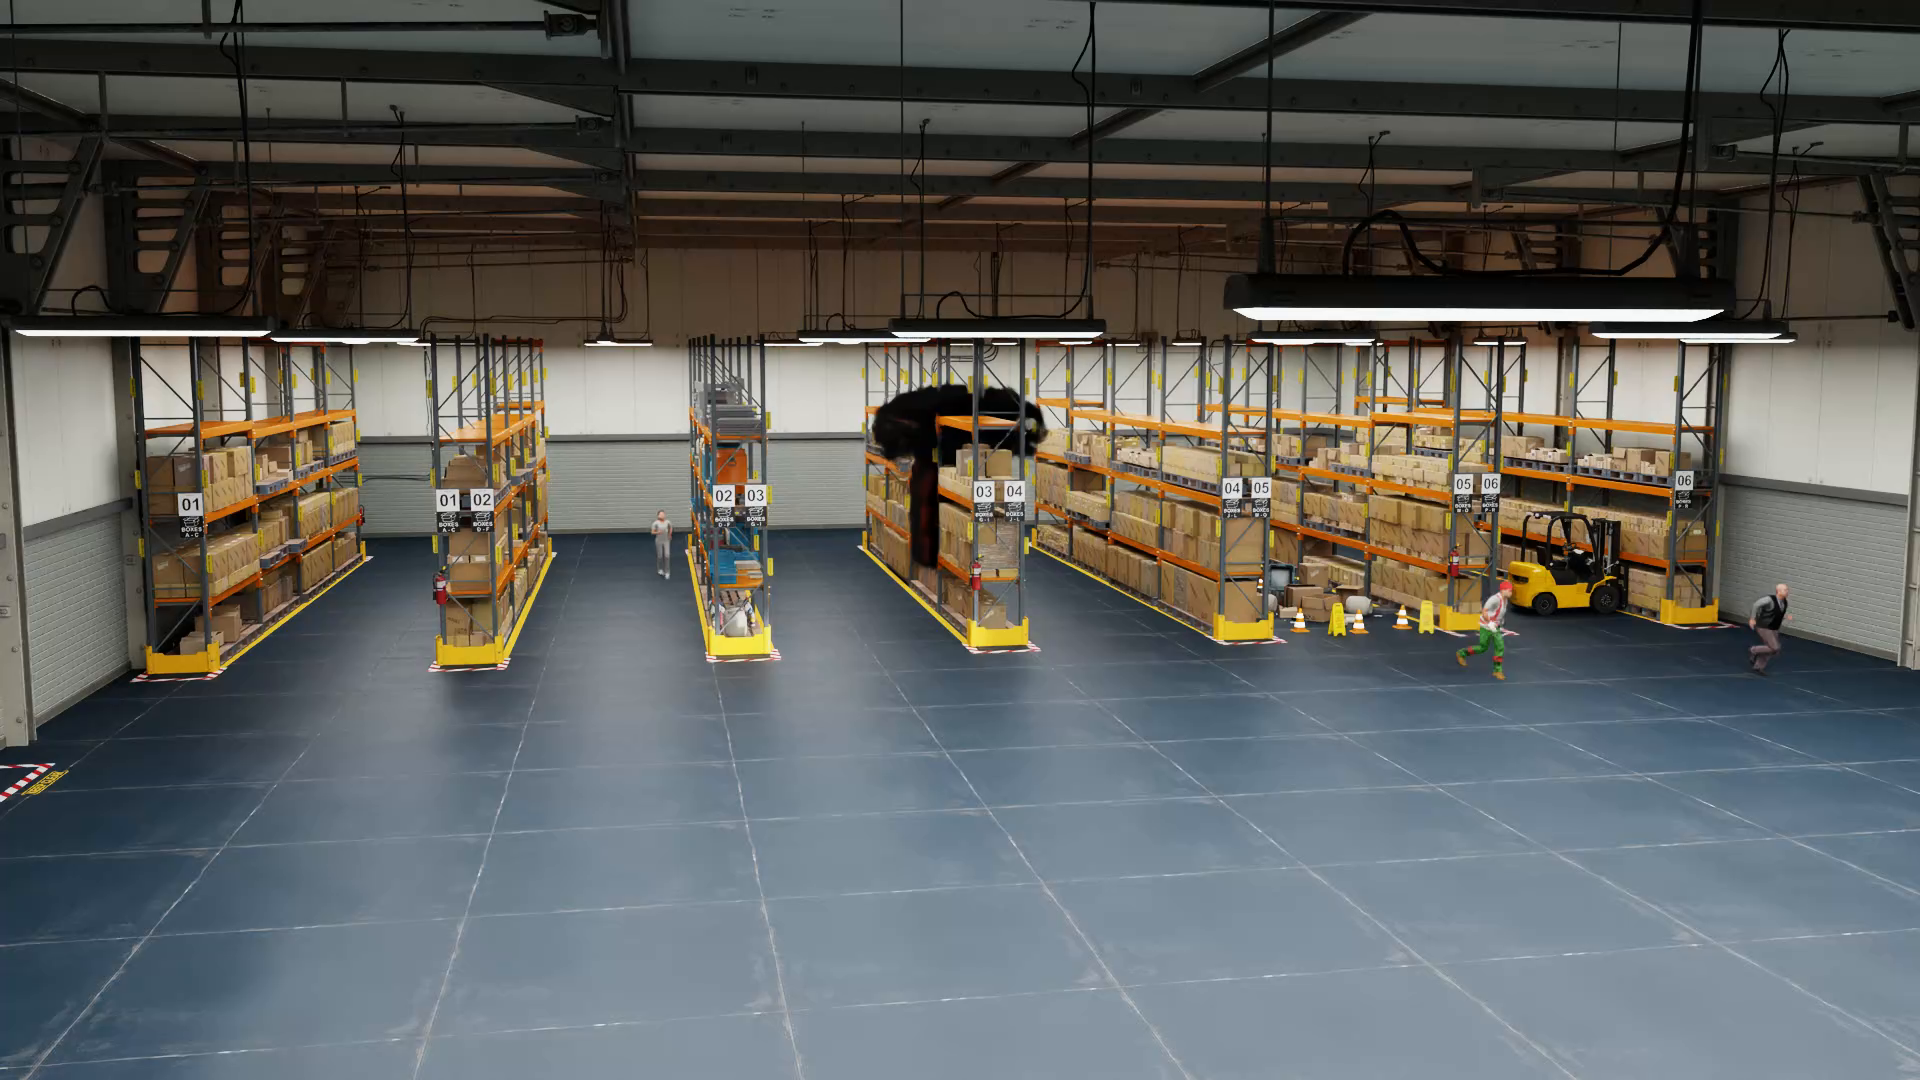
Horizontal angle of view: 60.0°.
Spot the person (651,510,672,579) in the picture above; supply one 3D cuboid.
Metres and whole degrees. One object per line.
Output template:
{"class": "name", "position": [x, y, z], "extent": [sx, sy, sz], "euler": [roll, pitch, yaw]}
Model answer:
{"class": "person", "position": [-7.473, 0.089, 41.762], "extent": [0.560, 1.688, 0.904], "euler": [-2, 7, -18]}

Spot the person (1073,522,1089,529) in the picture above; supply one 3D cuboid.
{"class": "person", "position": [3.514, -0.807, 49.618], "extent": [0.927, 1.733, 0.737], "euler": [6, 9, 41]}

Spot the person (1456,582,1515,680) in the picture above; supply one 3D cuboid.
{"class": "person", "position": [9.220, 1.554, 29.188], "extent": [1.021, 1.729, 0.677], "euler": [5, 8, 36]}

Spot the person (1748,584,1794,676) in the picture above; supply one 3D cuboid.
{"class": "person", "position": [14.254, 1.577, 29.214], "extent": [0.647, 1.650, 0.720], "euler": [-4, 8, -34]}
